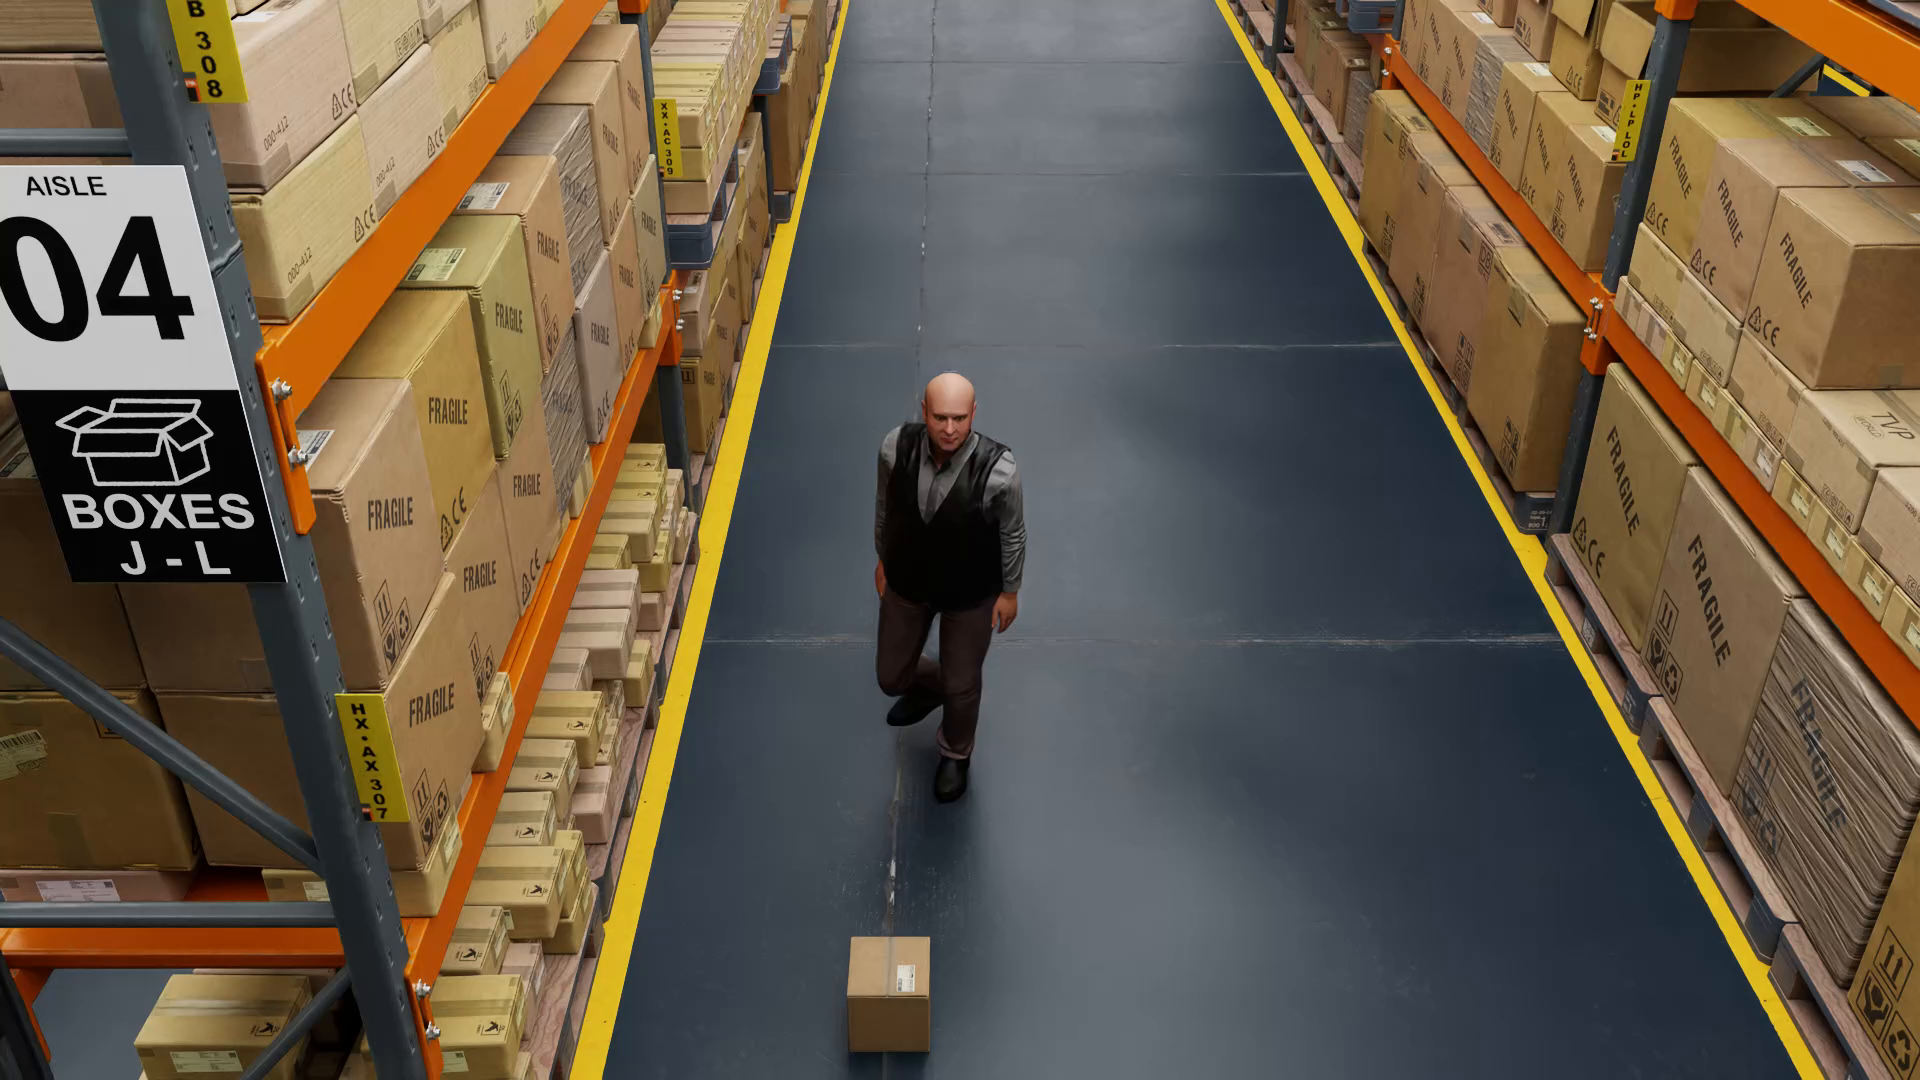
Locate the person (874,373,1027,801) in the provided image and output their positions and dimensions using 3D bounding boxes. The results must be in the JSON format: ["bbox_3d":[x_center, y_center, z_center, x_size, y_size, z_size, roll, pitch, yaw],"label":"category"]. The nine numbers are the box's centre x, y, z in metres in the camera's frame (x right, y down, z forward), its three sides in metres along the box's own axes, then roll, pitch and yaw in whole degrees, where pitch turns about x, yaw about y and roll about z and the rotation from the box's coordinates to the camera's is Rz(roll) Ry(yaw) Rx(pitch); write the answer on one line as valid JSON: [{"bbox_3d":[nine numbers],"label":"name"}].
[{"bbox_3d":[-0.035,0.133,5.938,0.586,1.717,0.527,11,33,17],"label":"person"}]
